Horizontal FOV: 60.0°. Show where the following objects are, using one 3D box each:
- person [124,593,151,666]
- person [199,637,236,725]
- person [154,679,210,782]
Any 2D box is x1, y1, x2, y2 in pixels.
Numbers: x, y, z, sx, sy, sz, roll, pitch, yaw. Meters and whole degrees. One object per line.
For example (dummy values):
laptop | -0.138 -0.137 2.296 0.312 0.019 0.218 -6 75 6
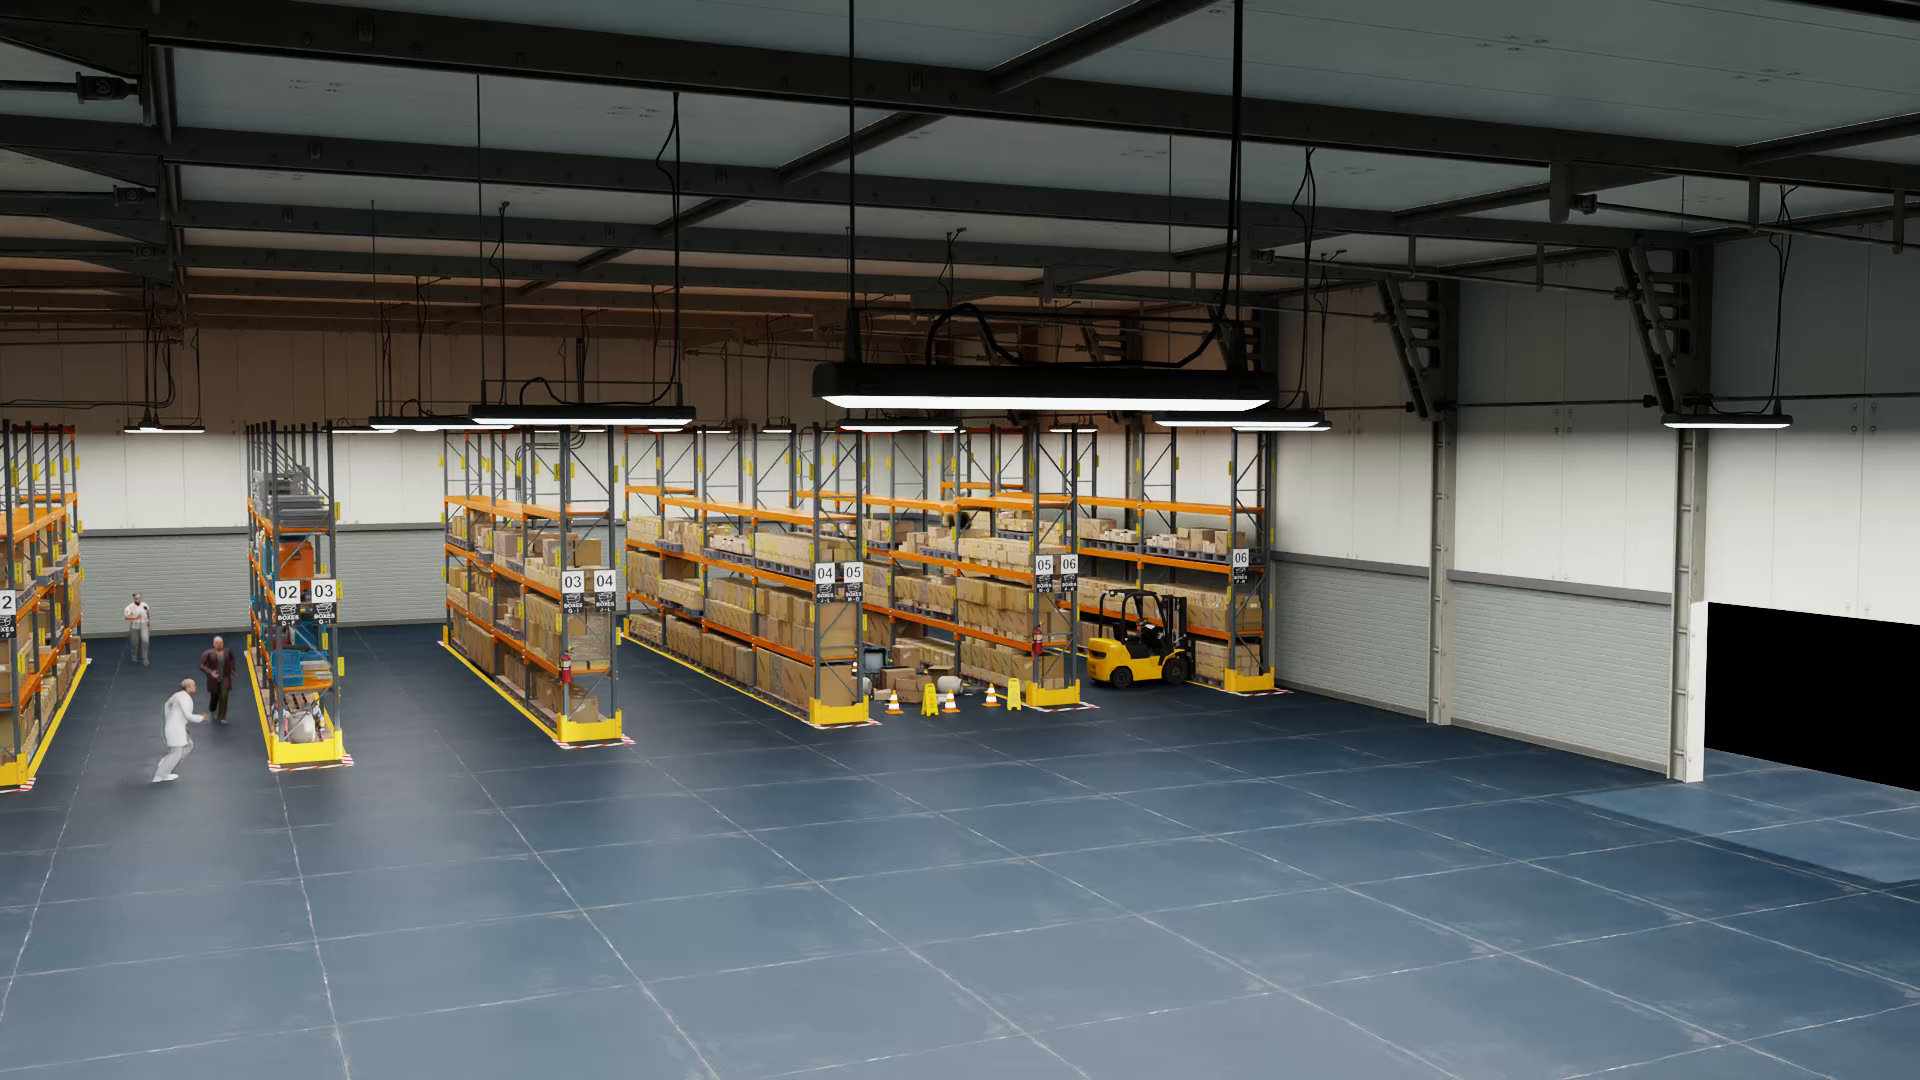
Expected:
person | -20.651 2.216 41.764 0.637 1.823 0.878 -3 5 -38
person | -14.832 2.781 33.199 0.698 1.741 0.937 -2 4 -33
person | -12.985 3.150 27.721 0.878 1.668 0.706 -2 4 -32
